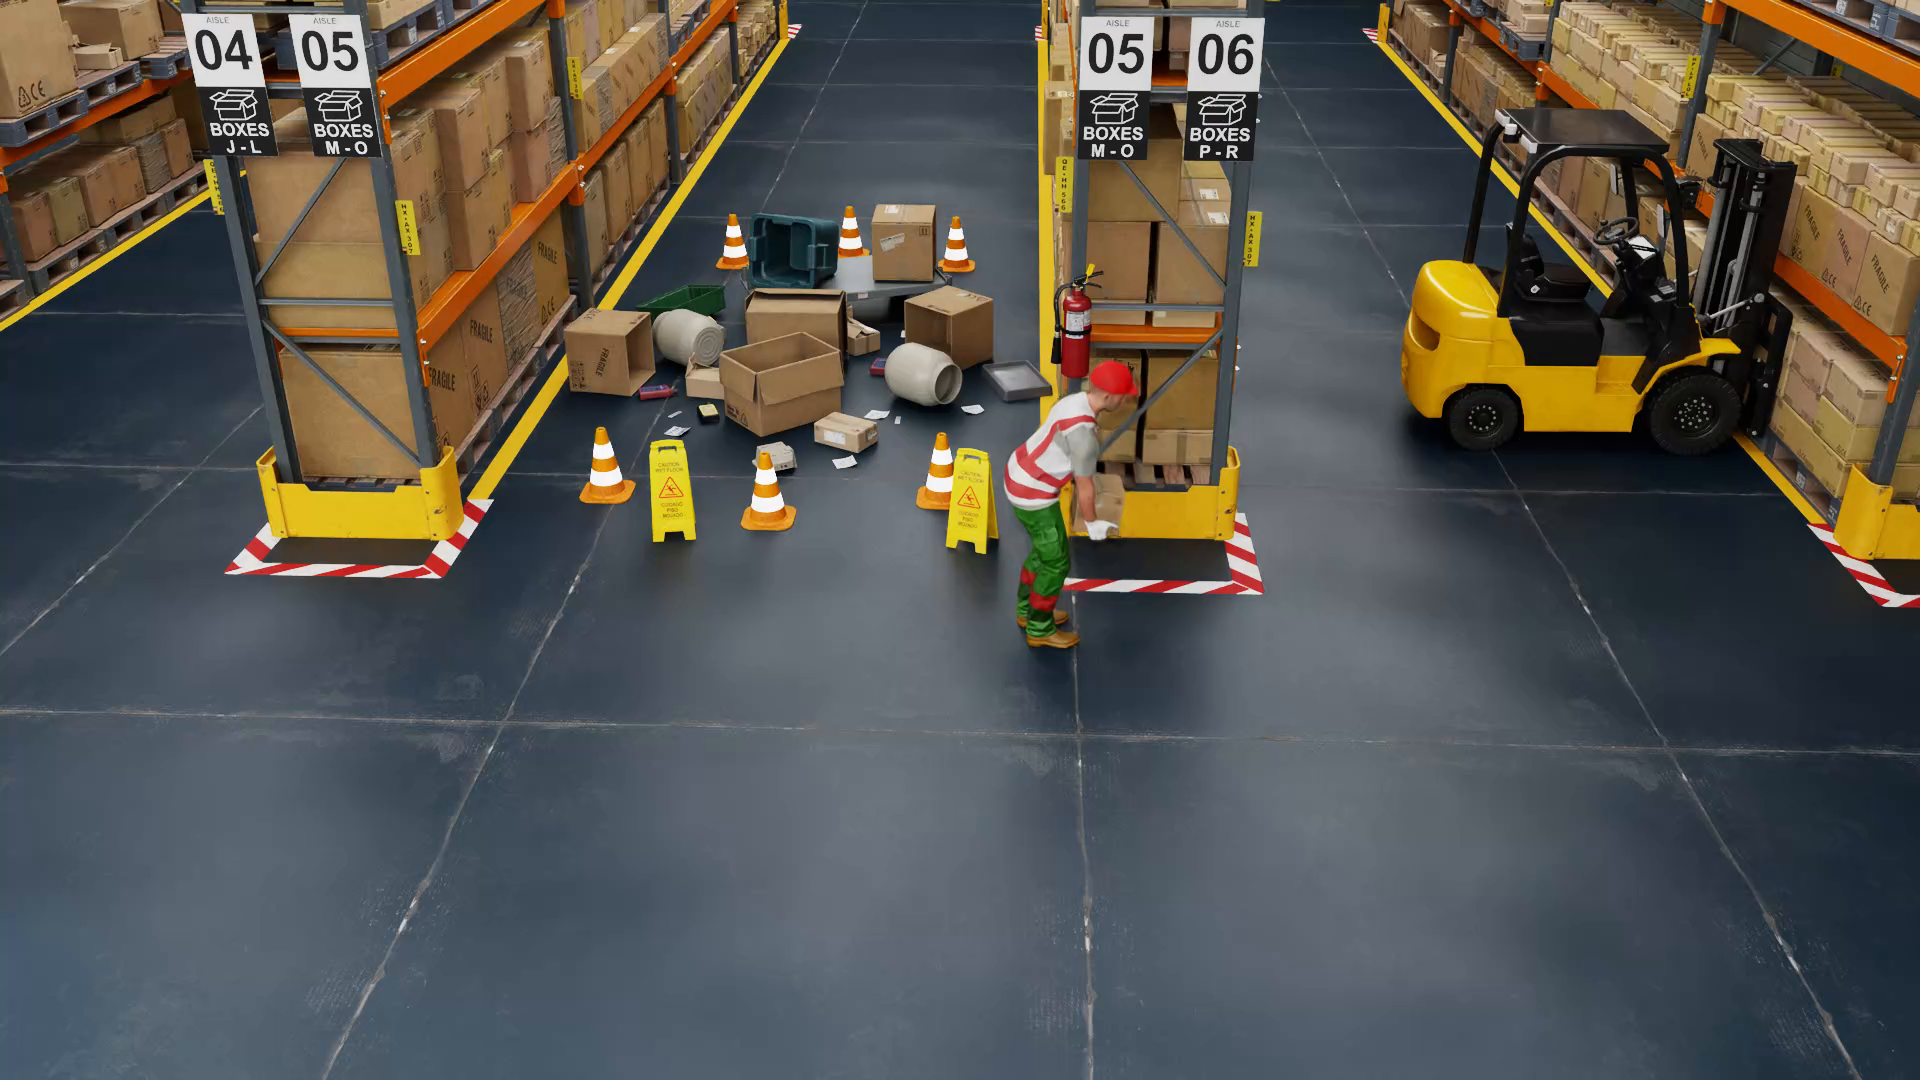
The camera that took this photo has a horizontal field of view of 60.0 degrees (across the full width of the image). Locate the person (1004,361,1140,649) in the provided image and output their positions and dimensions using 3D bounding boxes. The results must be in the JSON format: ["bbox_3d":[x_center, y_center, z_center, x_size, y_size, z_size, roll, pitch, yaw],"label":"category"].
[{"bbox_3d":[0.599,-0.205,9.126,0.714,1.655,0.478,-1,28,-2],"label":"person"}]
